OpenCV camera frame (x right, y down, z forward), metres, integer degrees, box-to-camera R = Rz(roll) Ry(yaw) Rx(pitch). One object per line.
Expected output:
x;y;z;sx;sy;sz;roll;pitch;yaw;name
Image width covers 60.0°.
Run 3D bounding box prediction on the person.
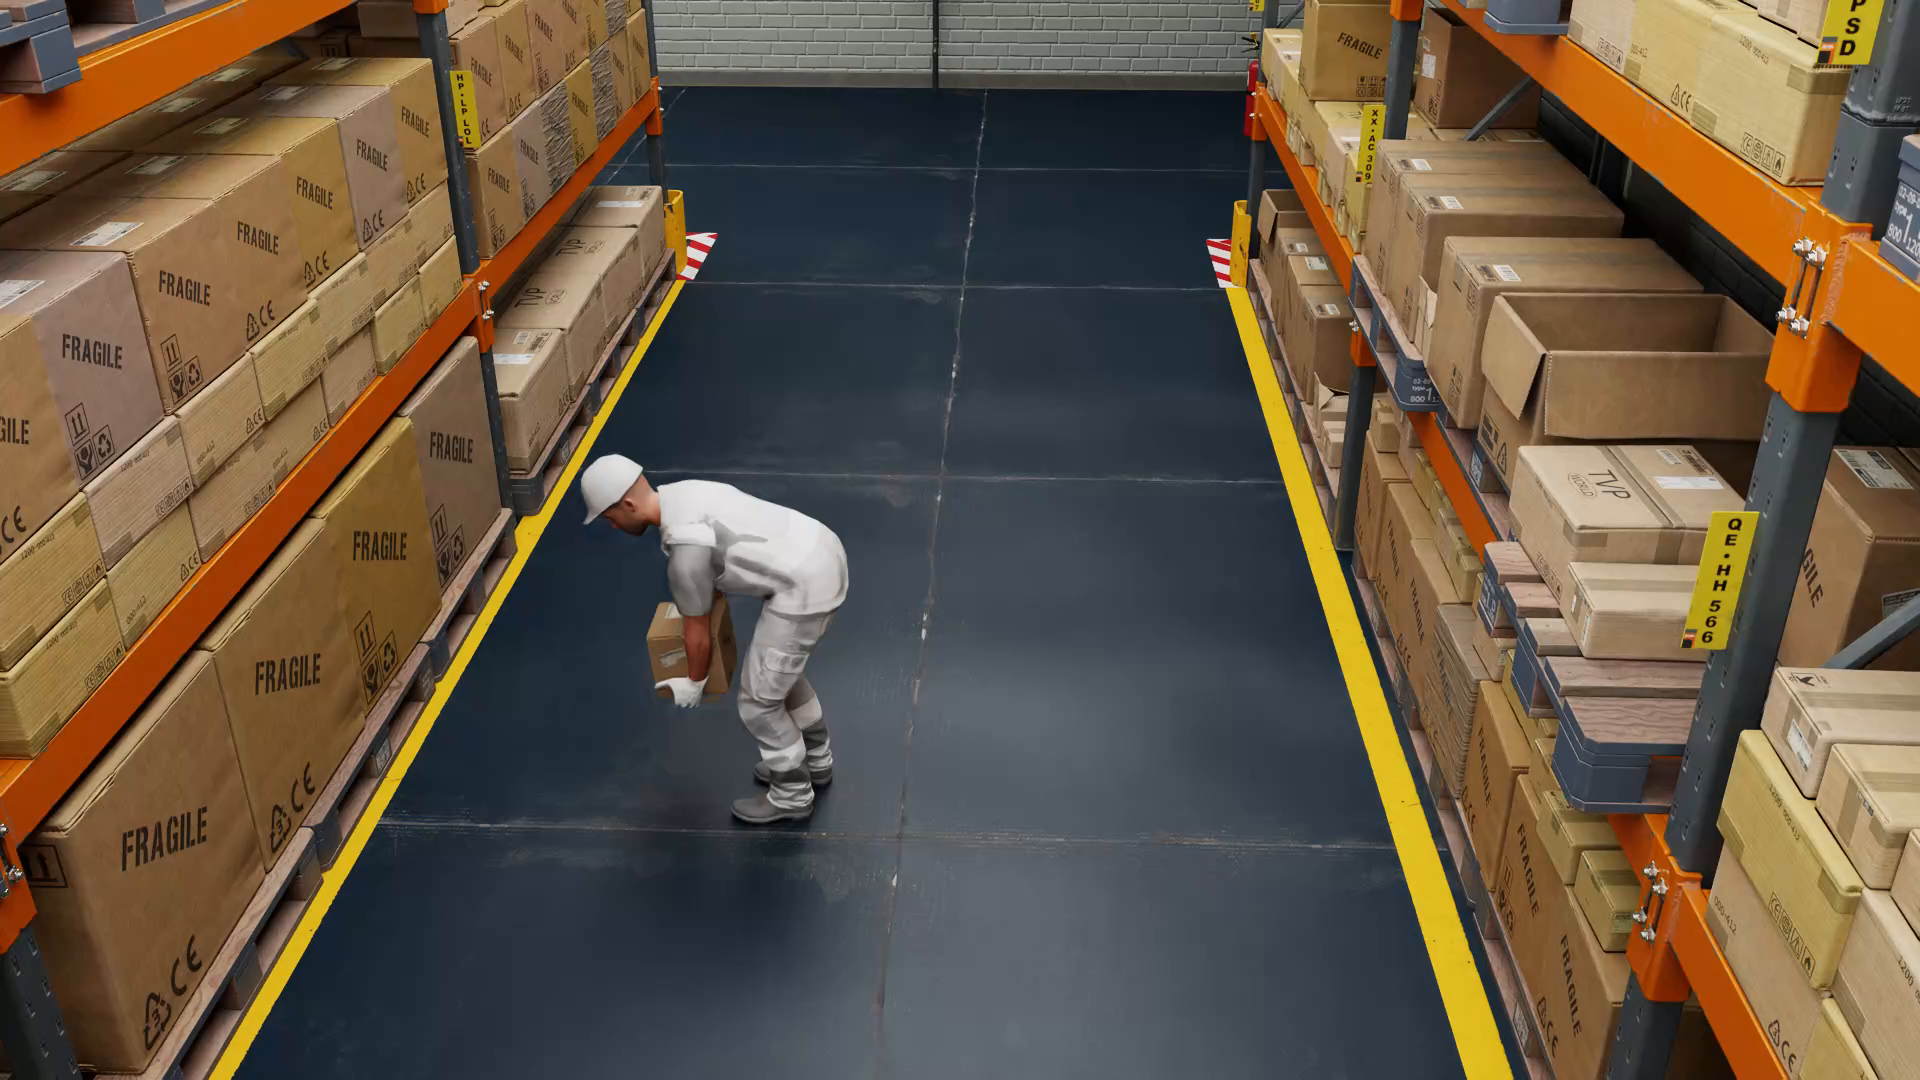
-0.828;0.339;5.862;0.886;1.401;0.485;0;28;1;person
